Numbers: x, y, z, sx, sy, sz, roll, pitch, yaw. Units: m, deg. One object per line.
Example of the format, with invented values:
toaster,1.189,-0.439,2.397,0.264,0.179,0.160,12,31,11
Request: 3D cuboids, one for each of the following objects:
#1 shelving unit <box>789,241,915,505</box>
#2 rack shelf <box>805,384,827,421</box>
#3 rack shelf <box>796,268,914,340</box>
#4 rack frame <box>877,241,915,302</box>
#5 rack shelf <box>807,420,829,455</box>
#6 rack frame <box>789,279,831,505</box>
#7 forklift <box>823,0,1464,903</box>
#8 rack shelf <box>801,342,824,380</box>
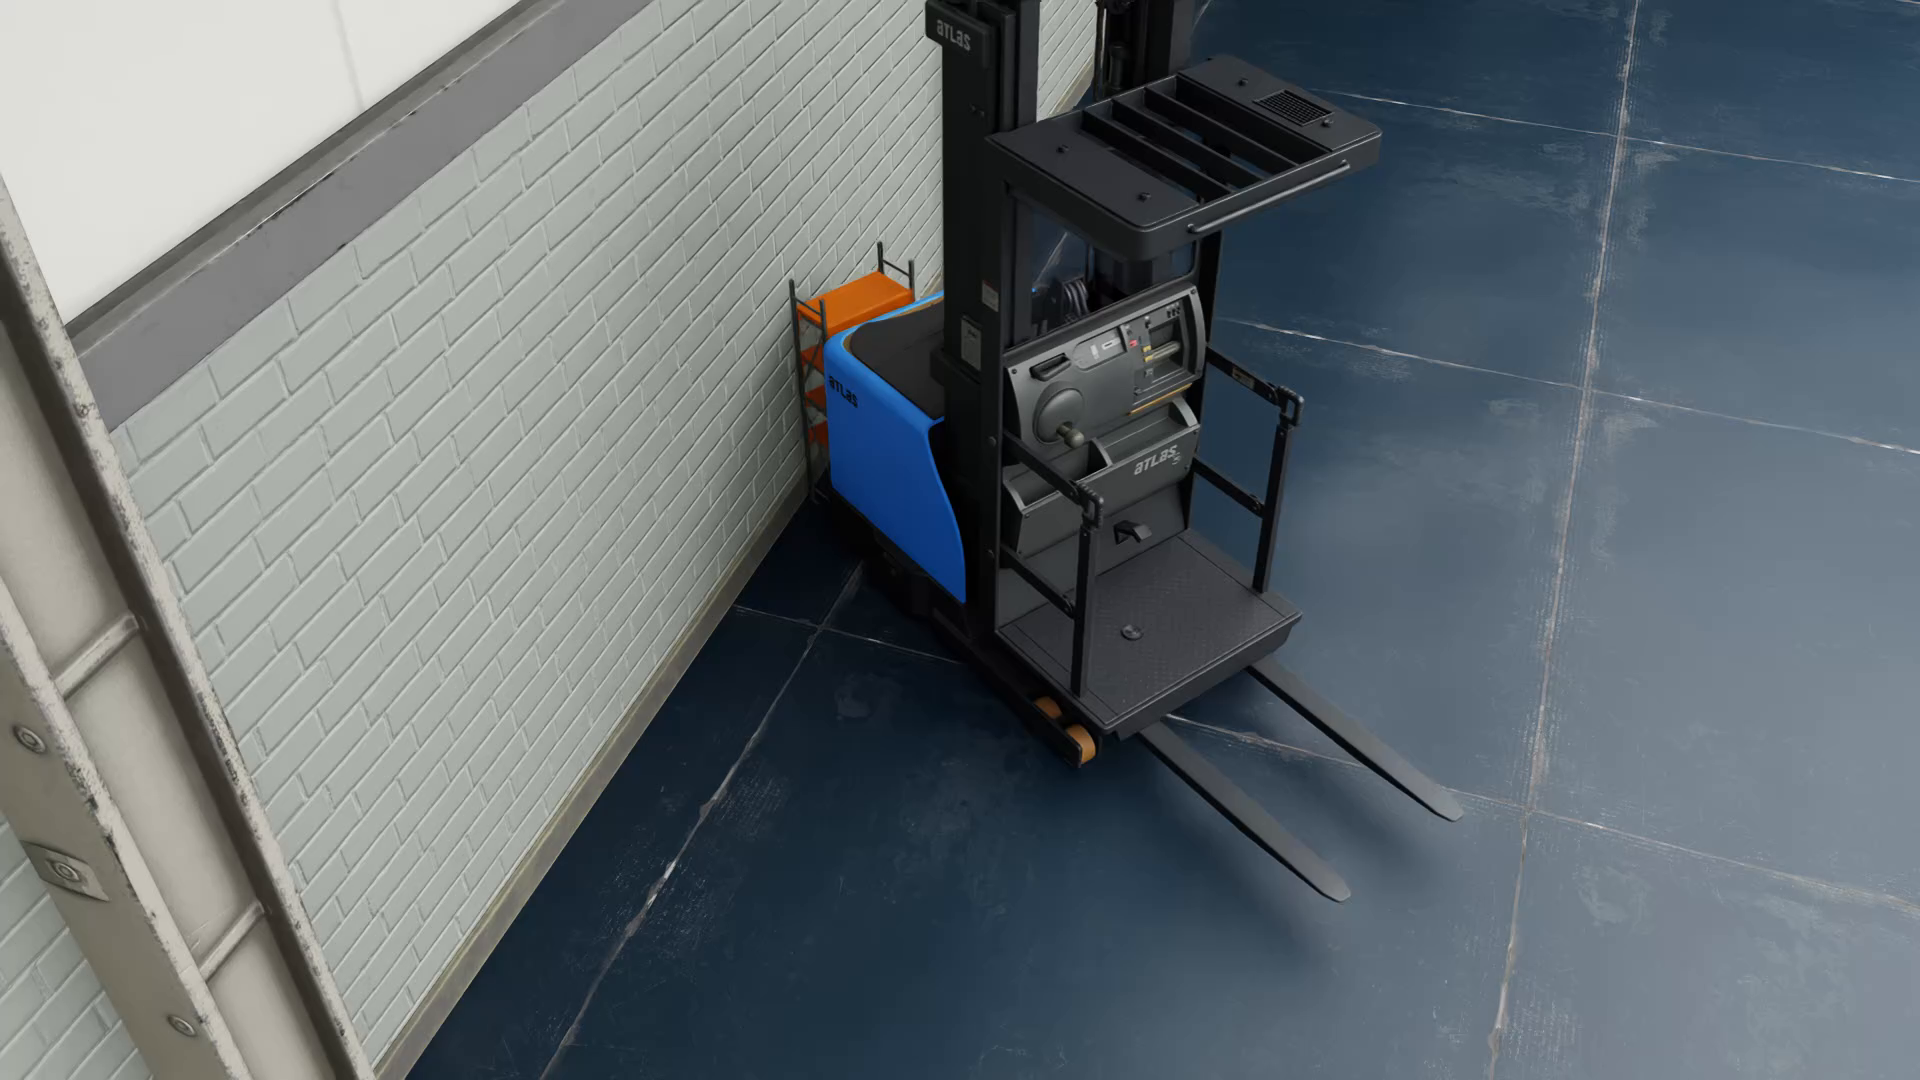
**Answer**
shelving unit,-0.460,-0.707,7.603,0.503,1.200,0.258,-29,47,-30
rack shelf,-0.459,-0.655,7.645,0.480,0.148,0.258,-29,47,-30
rack shelf,-0.467,-1.011,7.354,0.480,0.148,0.258,-29,47,-30
rack frame,-0.275,-0.811,7.724,0.015,1.200,0.240,-29,47,-30
rack shelf,-0.455,-0.502,7.771,0.480,0.148,0.258,-29,47,-30
rack frame,-0.645,-0.604,7.482,0.015,1.200,0.240,-29,47,-30
forklift,0.691,-0.580,6.125,1.130,2.935,3.031,-26,47,-27
rack shelf,-0.463,-0.828,7.504,0.480,0.148,0.258,-29,47,-30
